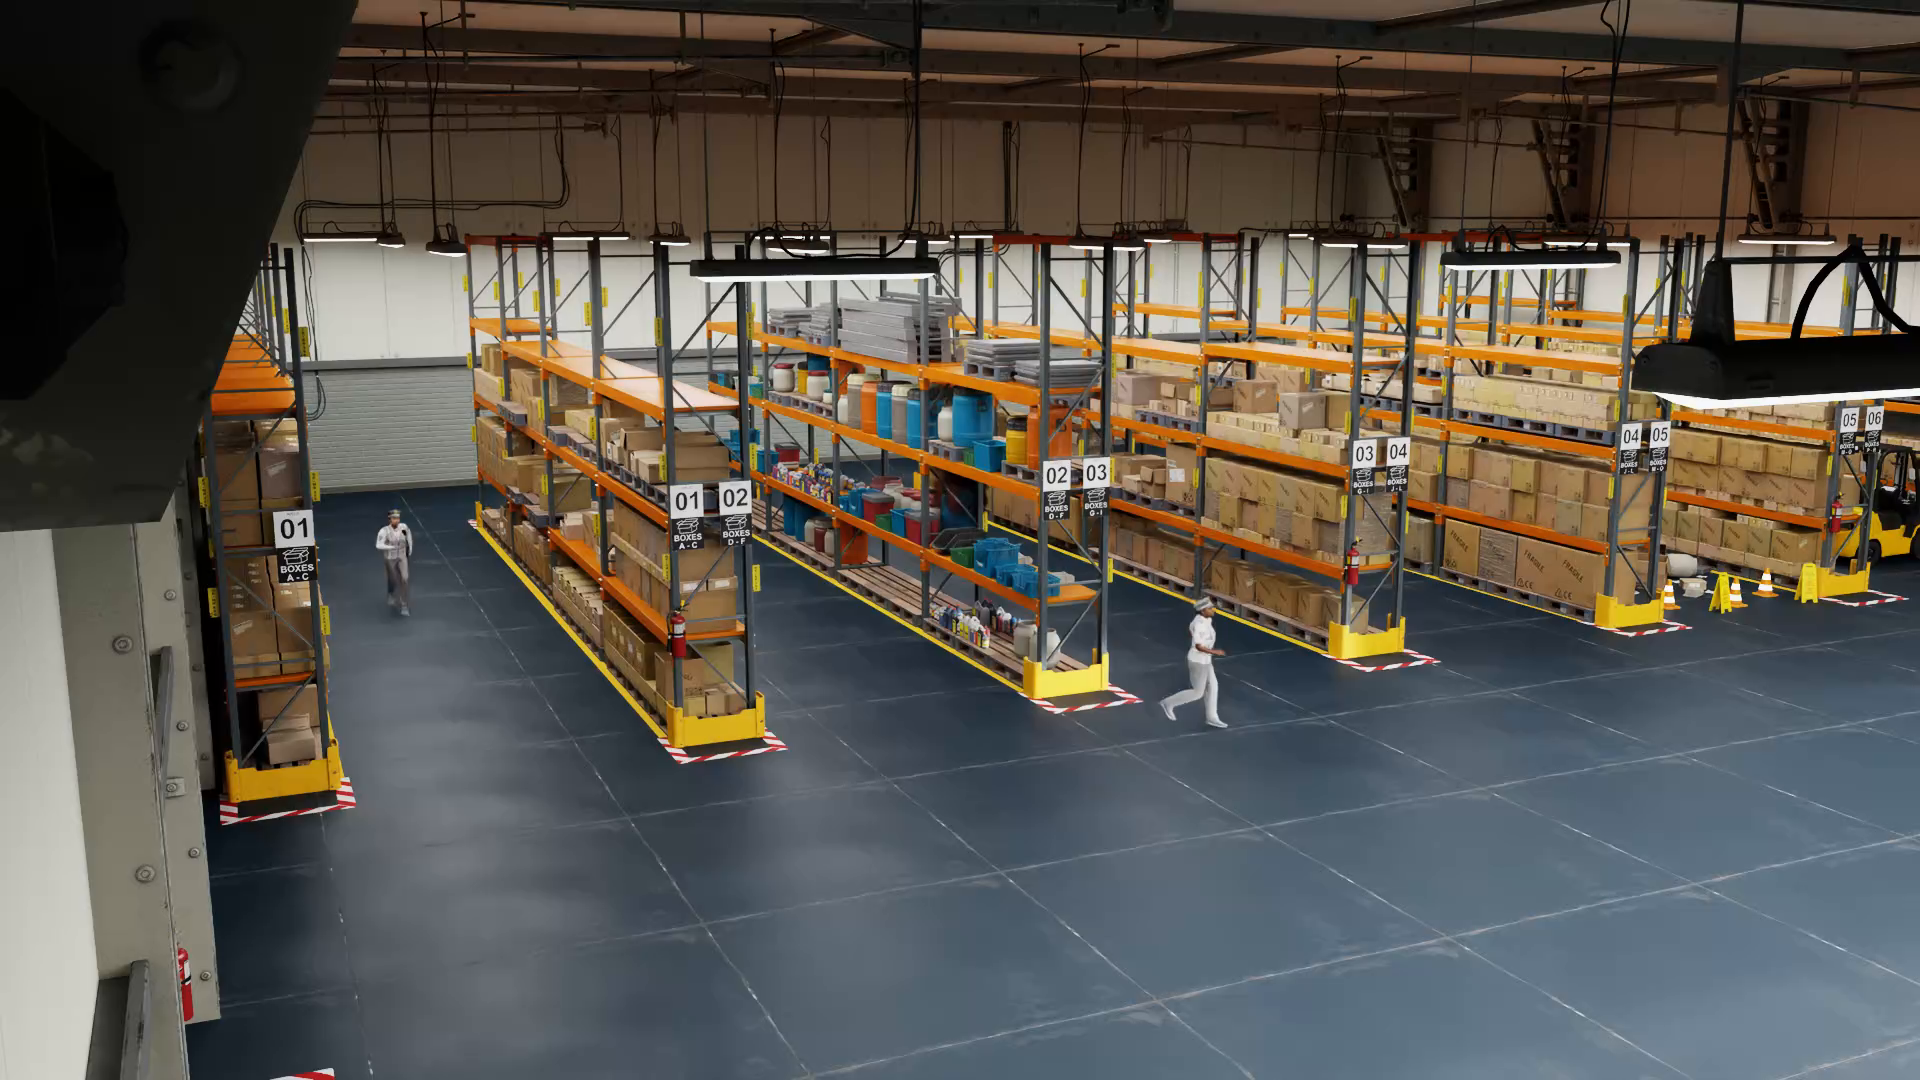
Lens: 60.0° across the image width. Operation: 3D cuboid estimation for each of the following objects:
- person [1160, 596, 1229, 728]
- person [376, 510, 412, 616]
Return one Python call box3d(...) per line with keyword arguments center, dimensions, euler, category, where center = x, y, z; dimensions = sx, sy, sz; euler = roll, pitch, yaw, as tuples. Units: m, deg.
box3d(center=(2.965, 1.527, 20.891), dimensions=(0.859, 1.705, 0.588), euler=(2, 11, 10), category="person")
box3d(center=(-9.185, 0.330, 27.044), dimensions=(0.637, 1.731, 0.876), euler=(-8, 13, -35), category="person")
